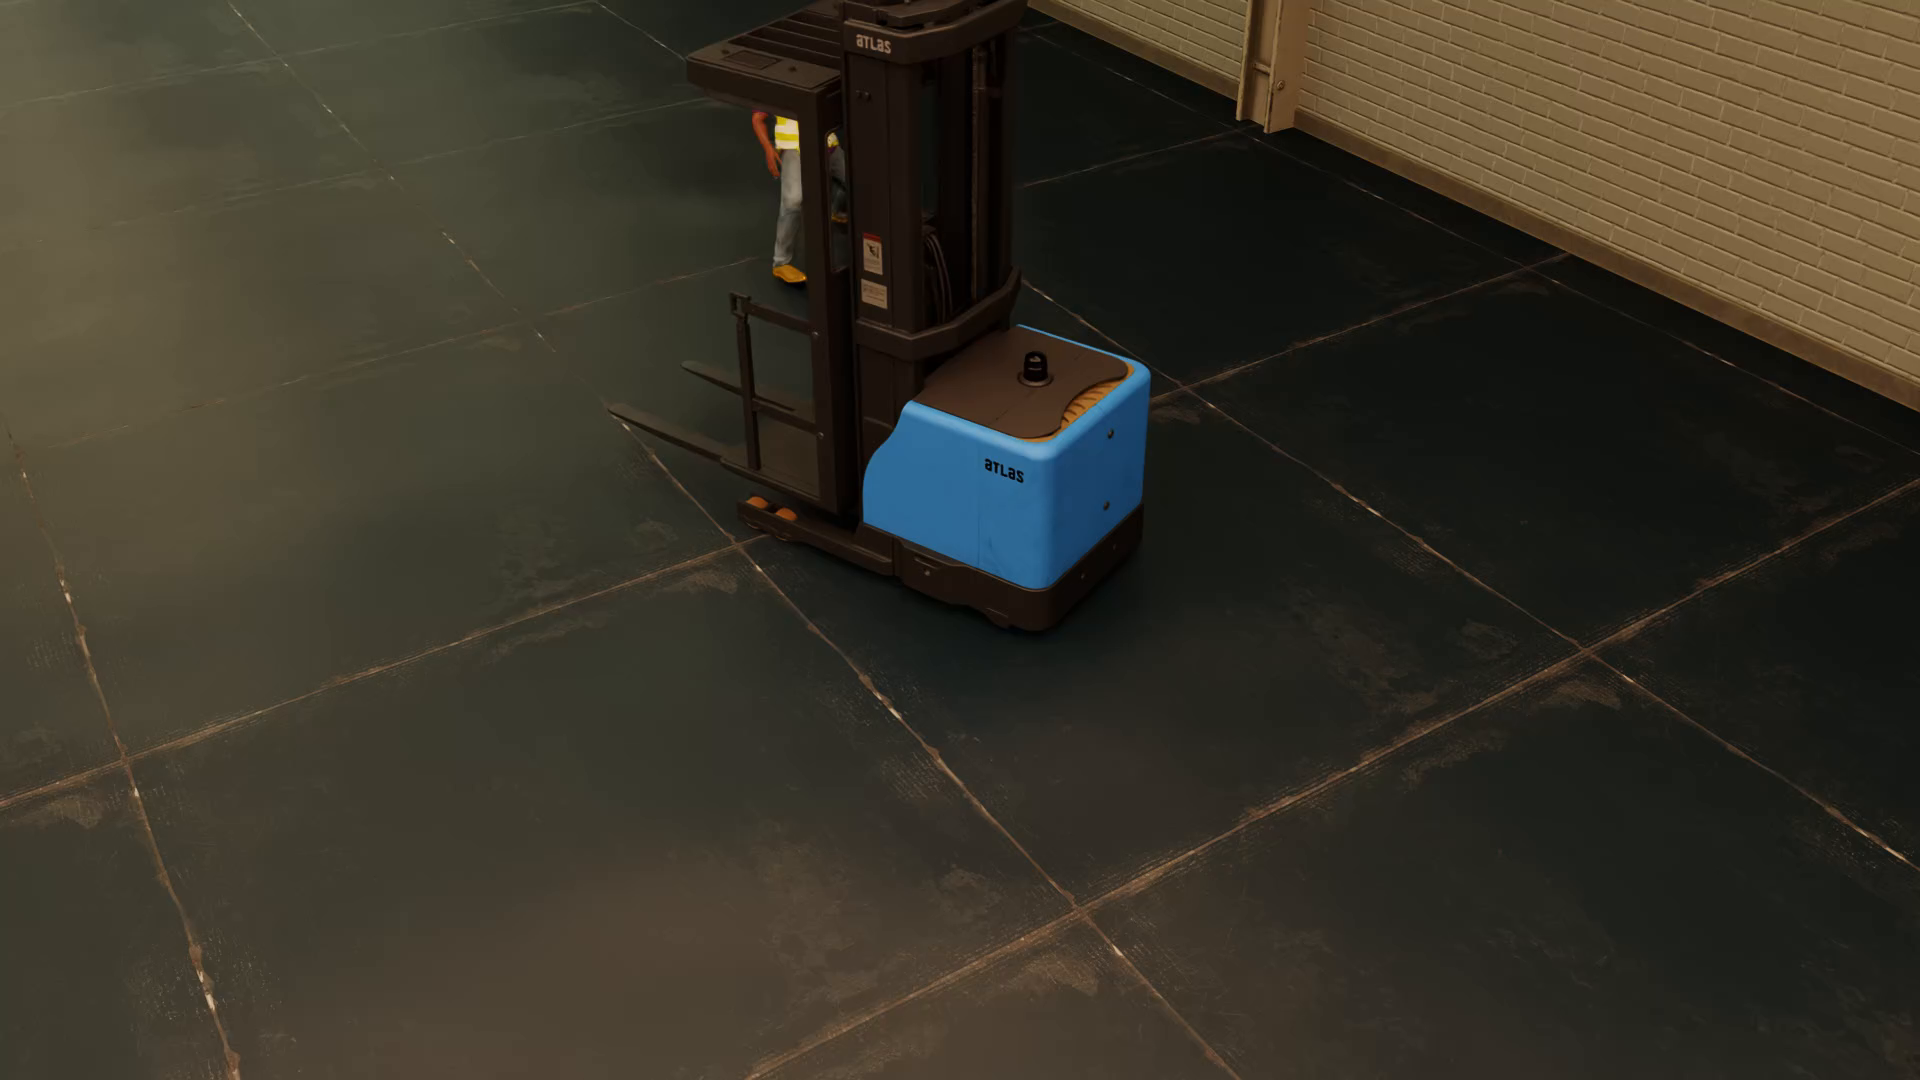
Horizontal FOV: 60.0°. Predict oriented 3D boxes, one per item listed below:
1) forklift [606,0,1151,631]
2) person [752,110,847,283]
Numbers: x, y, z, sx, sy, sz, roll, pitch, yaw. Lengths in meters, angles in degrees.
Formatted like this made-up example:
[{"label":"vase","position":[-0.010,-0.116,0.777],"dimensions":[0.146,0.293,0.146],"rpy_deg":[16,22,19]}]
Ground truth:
[{"label":"forklift","position":[-0.561,-1.423,8.173],"dimensions":[3.031,2.935,1.130],"rpy_deg":[22,41,28]},{"label":"person","position":[-0.913,-2.645,11.115],"dimensions":[1.027,1.611,0.928],"rpy_deg":[-18,39,-23]}]
